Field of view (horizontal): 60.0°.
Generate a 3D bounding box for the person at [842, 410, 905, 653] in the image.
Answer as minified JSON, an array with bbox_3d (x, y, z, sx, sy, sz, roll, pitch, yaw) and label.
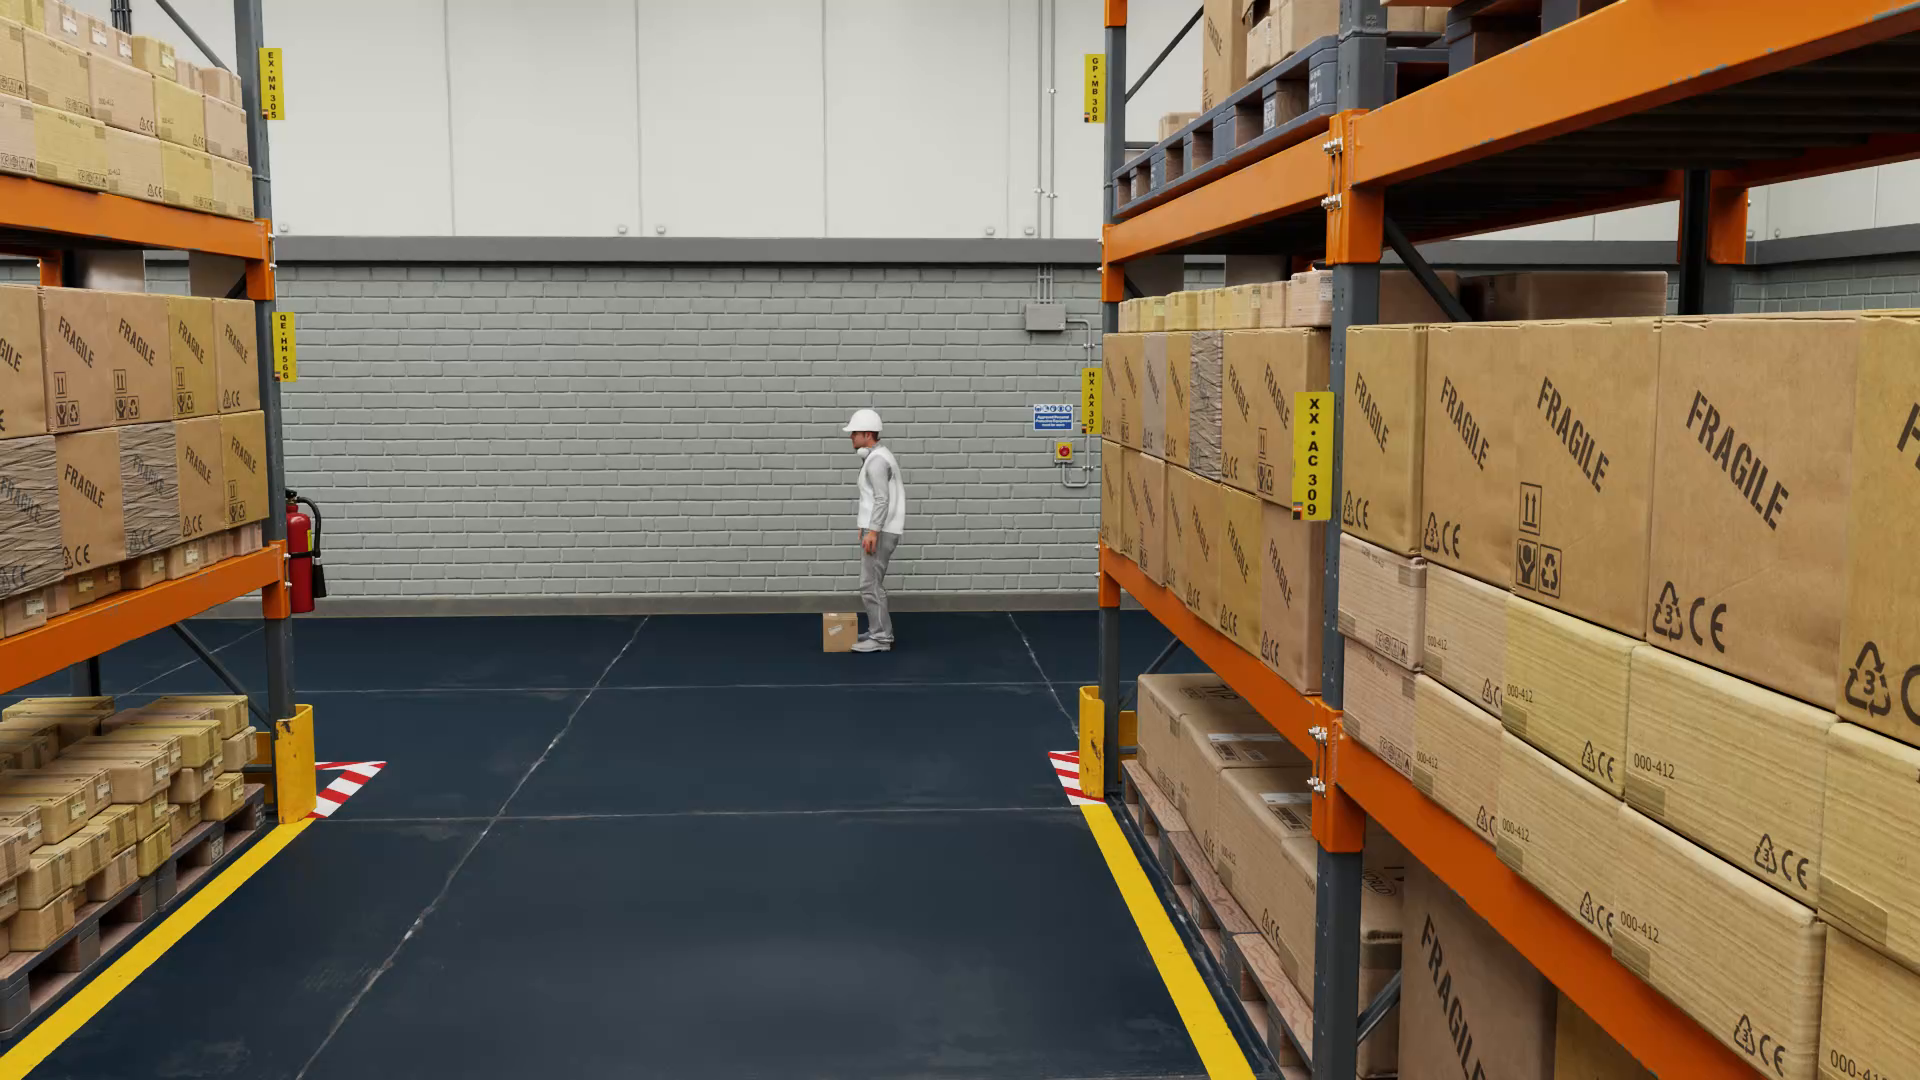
[{"bbox_3d":[-0.631,-0.074,12.245,0.461,1.772,0.589,-1,7,-6],"label":"person"}]
